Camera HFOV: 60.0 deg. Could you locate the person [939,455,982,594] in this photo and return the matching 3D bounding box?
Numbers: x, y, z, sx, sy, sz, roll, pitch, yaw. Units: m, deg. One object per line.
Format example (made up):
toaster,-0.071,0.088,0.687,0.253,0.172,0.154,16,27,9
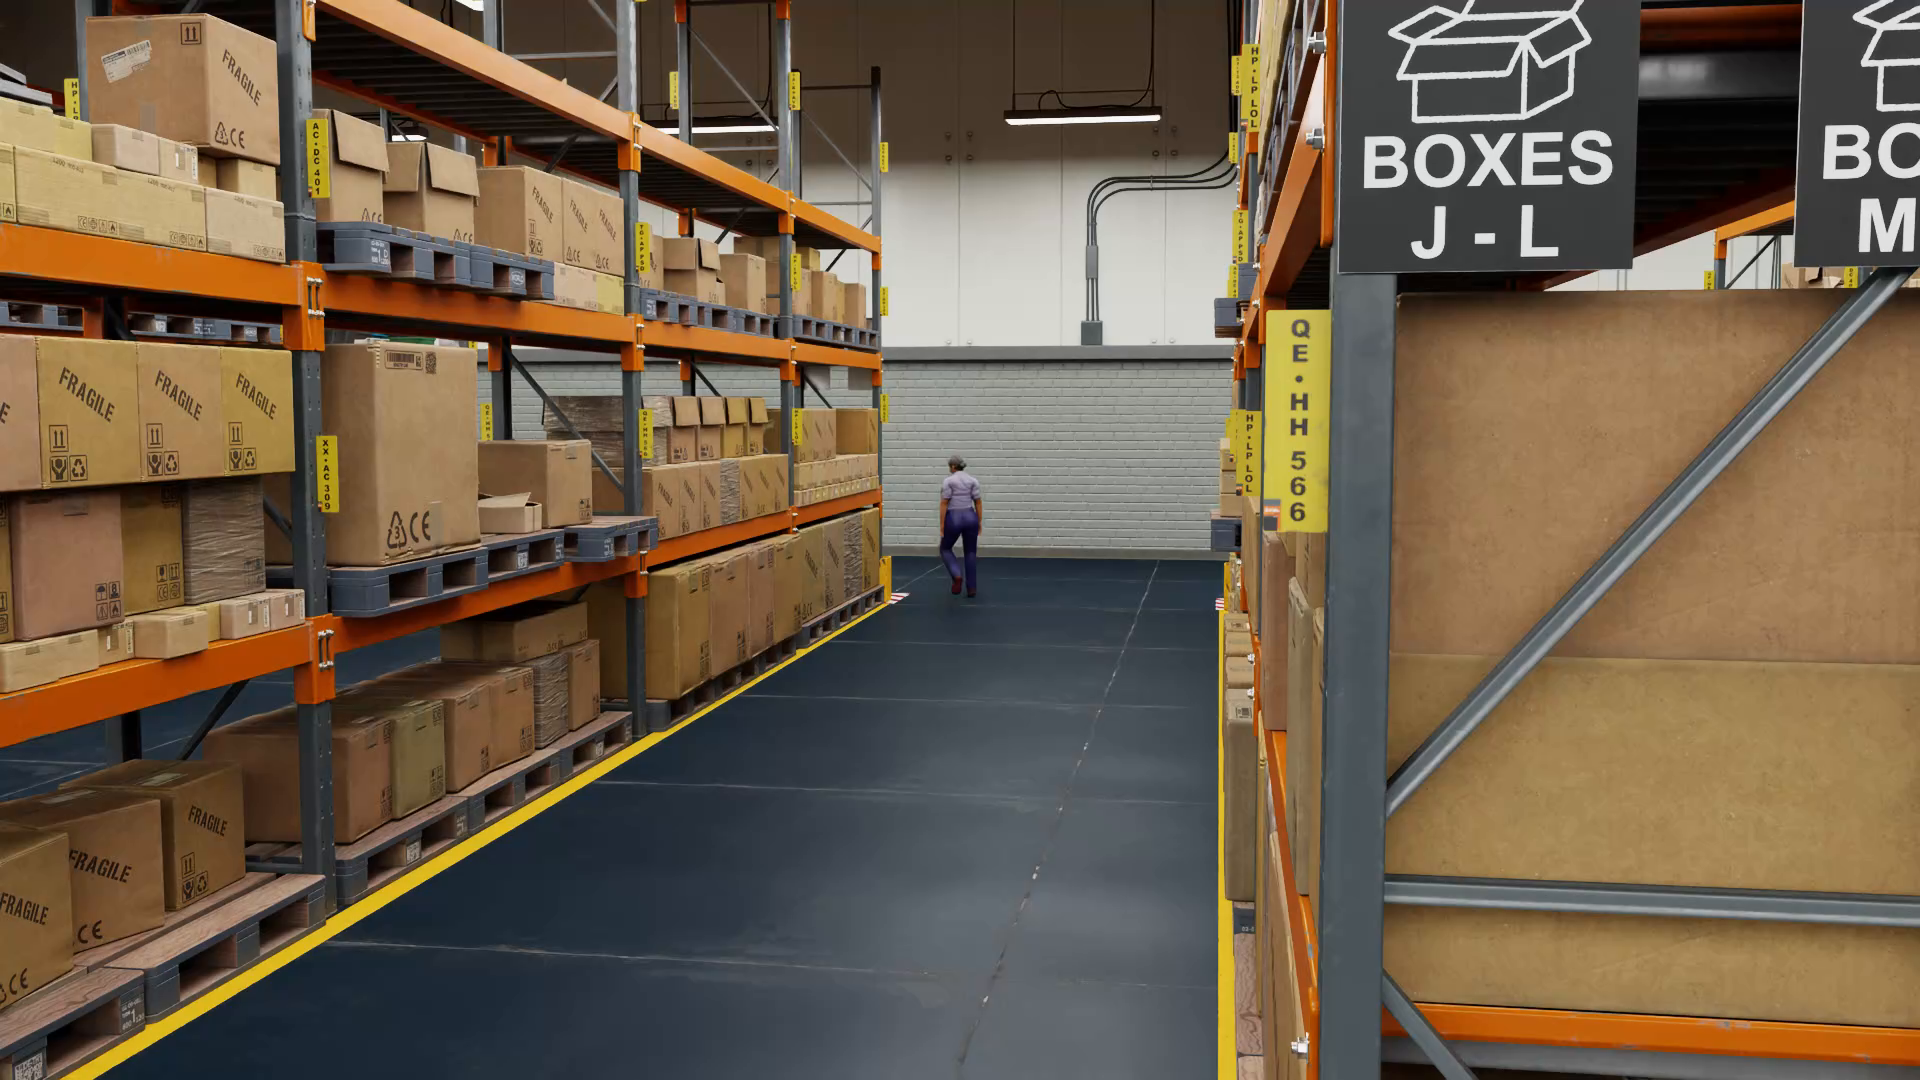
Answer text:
person,0.000,-0.179,19.504,0.536,1.643,0.455,-1,5,-12
